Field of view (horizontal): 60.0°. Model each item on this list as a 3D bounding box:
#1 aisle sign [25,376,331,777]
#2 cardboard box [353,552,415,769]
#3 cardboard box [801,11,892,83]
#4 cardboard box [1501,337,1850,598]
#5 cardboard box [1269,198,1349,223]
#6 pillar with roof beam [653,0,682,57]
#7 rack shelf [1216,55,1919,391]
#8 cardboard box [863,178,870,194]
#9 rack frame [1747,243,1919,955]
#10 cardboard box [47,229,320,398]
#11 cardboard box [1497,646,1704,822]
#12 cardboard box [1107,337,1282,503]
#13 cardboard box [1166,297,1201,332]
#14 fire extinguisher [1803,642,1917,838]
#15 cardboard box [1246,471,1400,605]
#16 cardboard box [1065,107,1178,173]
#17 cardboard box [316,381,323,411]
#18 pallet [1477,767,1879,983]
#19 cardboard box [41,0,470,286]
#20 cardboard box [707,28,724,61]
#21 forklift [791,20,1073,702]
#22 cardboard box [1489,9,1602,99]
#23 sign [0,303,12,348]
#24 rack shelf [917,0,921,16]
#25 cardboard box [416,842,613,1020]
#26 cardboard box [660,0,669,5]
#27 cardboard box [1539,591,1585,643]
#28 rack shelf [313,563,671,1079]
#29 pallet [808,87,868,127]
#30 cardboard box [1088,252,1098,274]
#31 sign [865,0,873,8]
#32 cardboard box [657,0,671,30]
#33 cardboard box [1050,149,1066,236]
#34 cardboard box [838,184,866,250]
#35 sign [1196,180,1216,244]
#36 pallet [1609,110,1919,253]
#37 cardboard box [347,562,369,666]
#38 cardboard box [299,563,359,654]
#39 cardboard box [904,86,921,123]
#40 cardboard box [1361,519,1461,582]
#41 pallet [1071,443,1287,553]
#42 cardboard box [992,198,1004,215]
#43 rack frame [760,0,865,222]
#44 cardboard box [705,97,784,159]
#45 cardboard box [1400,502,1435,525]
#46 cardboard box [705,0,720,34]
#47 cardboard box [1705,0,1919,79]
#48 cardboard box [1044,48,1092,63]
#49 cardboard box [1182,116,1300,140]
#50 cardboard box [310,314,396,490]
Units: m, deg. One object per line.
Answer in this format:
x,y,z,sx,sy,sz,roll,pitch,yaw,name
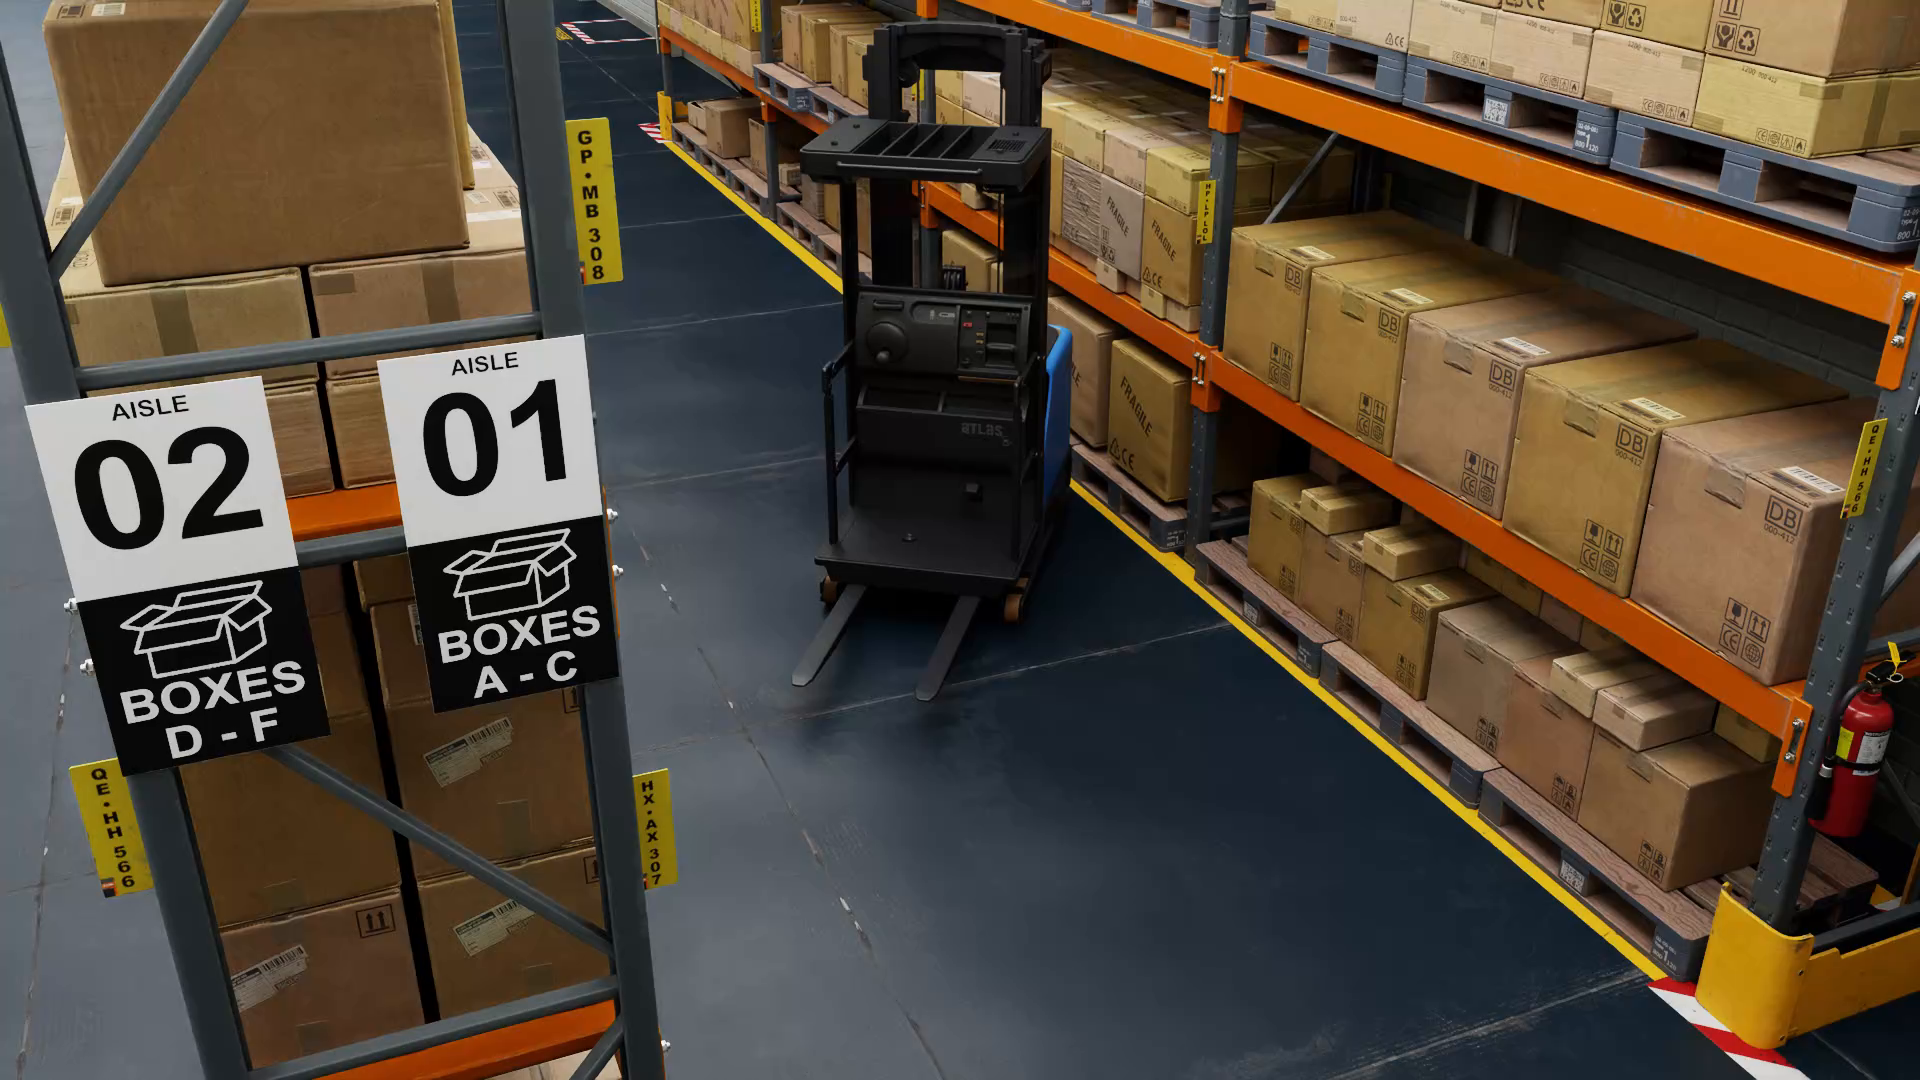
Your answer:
-1.482,0.083,3.199,0.394,0.787,0.004,-11,28,-21,aisle sign
-1.370,0.242,4.581,0.500,0.500,0.500,-10,28,-20,cardboard box
-0.989,-4.331,14.586,0.700,0.500,0.500,-8,27,-15,cardboard box
2.826,-0.313,6.630,0.980,0.700,0.700,-11,28,-21,cardboard box
1.815,-1.713,9.364,0.500,0.500,0.500,-12,28,-22,cardboard box
-8.177,-10.385,20.764,9.100,9.000,0.400,-11,28,-21,pillar with roof beam
2.547,-1.514,6.833,1.077,0.370,4.000,-11,28,-21,rack shelf
-0.505,-3.052,14.075,0.500,0.250,0.500,-11,28,-21,cardboard box
3.330,0.318,5.680,1.000,3.000,0.127,-11,28,-21,rack frame
-1.662,-0.498,3.533,0.500,0.250,0.500,-11,28,-21,cardboard box
2.768,0.785,7.093,0.700,0.500,0.500,-11,28,-21,cardboard box
1.389,-0.759,9.858,0.750,0.750,0.750,-10,28,-20,cardboard box
1.371,-1.281,9.218,0.380,0.149,0.250,-10,28,-20,cardboard box
2.964,0.661,5.491,0.296,0.674,0.183,-11,28,-21,fire extinguisher
1.962,-0.043,8.789,0.700,0.500,0.500,-10,28,-20,cardboard box
0.954,-2.380,9.875,0.500,0.250,0.500,-10,28,-20,cardboard box
-1.856,-0.476,4.057,0.500,0.250,0.500,-11,28,-21,cardboard box
2.945,1.262,6.925,1.003,0.211,1.213,-11,28,-21,pallet
-1.443,-0.876,3.453,0.700,0.500,0.500,-11,28,-21,cardboard box
-2.233,-5.010,16.740,0.500,0.250,0.500,-11,28,-21,cardboard box
-0.137,-1.050,8.559,1.130,2.935,3.031,6,27,11,forklift
2.386,-1.865,6.311,0.500,0.250,0.500,-11,28,-22,cardboard box
-1.745,-0.488,2.902,0.100,0.325,0.005,-11,28,-21,sign
-0.586,-4.744,13.448,1.077,0.370,4.000,-11,28,-21,rack shelf
-1.158,0.901,4.371,0.500,0.500,0.500,-10,28,-20,cardboard box
-3.026,-6.175,18.272,0.500,0.500,0.500,-11,28,-21,cardboard box
2.800,0.304,7.340,0.380,0.149,0.250,-10,28,-20,cardboard box
-2.010,0.687,5.745,1.077,0.370,4.000,-11,28,-21,rack shelf
-0.616,-3.617,13.959,1.003,0.211,1.213,-11,28,-21,pallet
0.998,-1.697,10.071,0.380,0.149,0.250,-11,28,-21,cardboard box
-0.860,-5.143,15.546,0.100,0.325,0.005,-11,28,-21,sign
-3.037,-5.831,18.422,0.500,0.250,0.500,-11,28,-22,cardboard box
0.753,-2.237,10.436,0.500,0.500,0.500,-10,28,-19,cardboard box
-0.655,-2.894,14.605,0.700,0.500,0.500,-10,28,-20,cardboard box
1.268,-1.684,8.551,0.100,0.325,0.005,-11,28,-21,sign
3.030,-1.288,5.651,1.003,0.211,1.213,-11,28,-21,pallet
-1.955,0.084,6.046,0.500,0.500,0.500,-10,28,-19,cardboard box
-1.853,0.340,4.381,0.500,0.500,0.500,-10,28,-19,cardboard box
0.004,-3.342,12.561,0.700,0.500,0.500,-14,29,-27,cardboard box
2.133,0.046,7.868,0.380,0.149,0.250,-11,28,-22,cardboard box
1.392,-0.342,10.210,1.003,0.211,1.213,-11,28,-21,pallet
0.442,-2.329,11.366,0.380,0.149,0.250,-11,28,-21,cardboard box
-1.370,-4.526,15.602,1.000,3.000,0.127,-11,28,-21,rack frame
-2.283,-4.386,17.662,0.700,0.500,0.500,-12,29,-24,cardboard box
2.400,-0.108,8.184,0.380,0.149,0.250,-12,28,-22,cardboard box
-2.227,-5.348,16.579,0.500,0.500,0.500,-11,28,-22,cardboard box
2.792,-1.782,5.285,0.500,0.500,0.500,-11,28,-21,cardboard box
0.613,-3.297,11.754,0.500,0.250,0.500,-10,28,-19,cardboard box
1.612,-2.262,9.633,0.500,0.250,0.500,-10,28,-20,cardboard box
-1.194,-0.361,3.822,0.500,0.250,0.500,-11,28,-21,cardboard box
